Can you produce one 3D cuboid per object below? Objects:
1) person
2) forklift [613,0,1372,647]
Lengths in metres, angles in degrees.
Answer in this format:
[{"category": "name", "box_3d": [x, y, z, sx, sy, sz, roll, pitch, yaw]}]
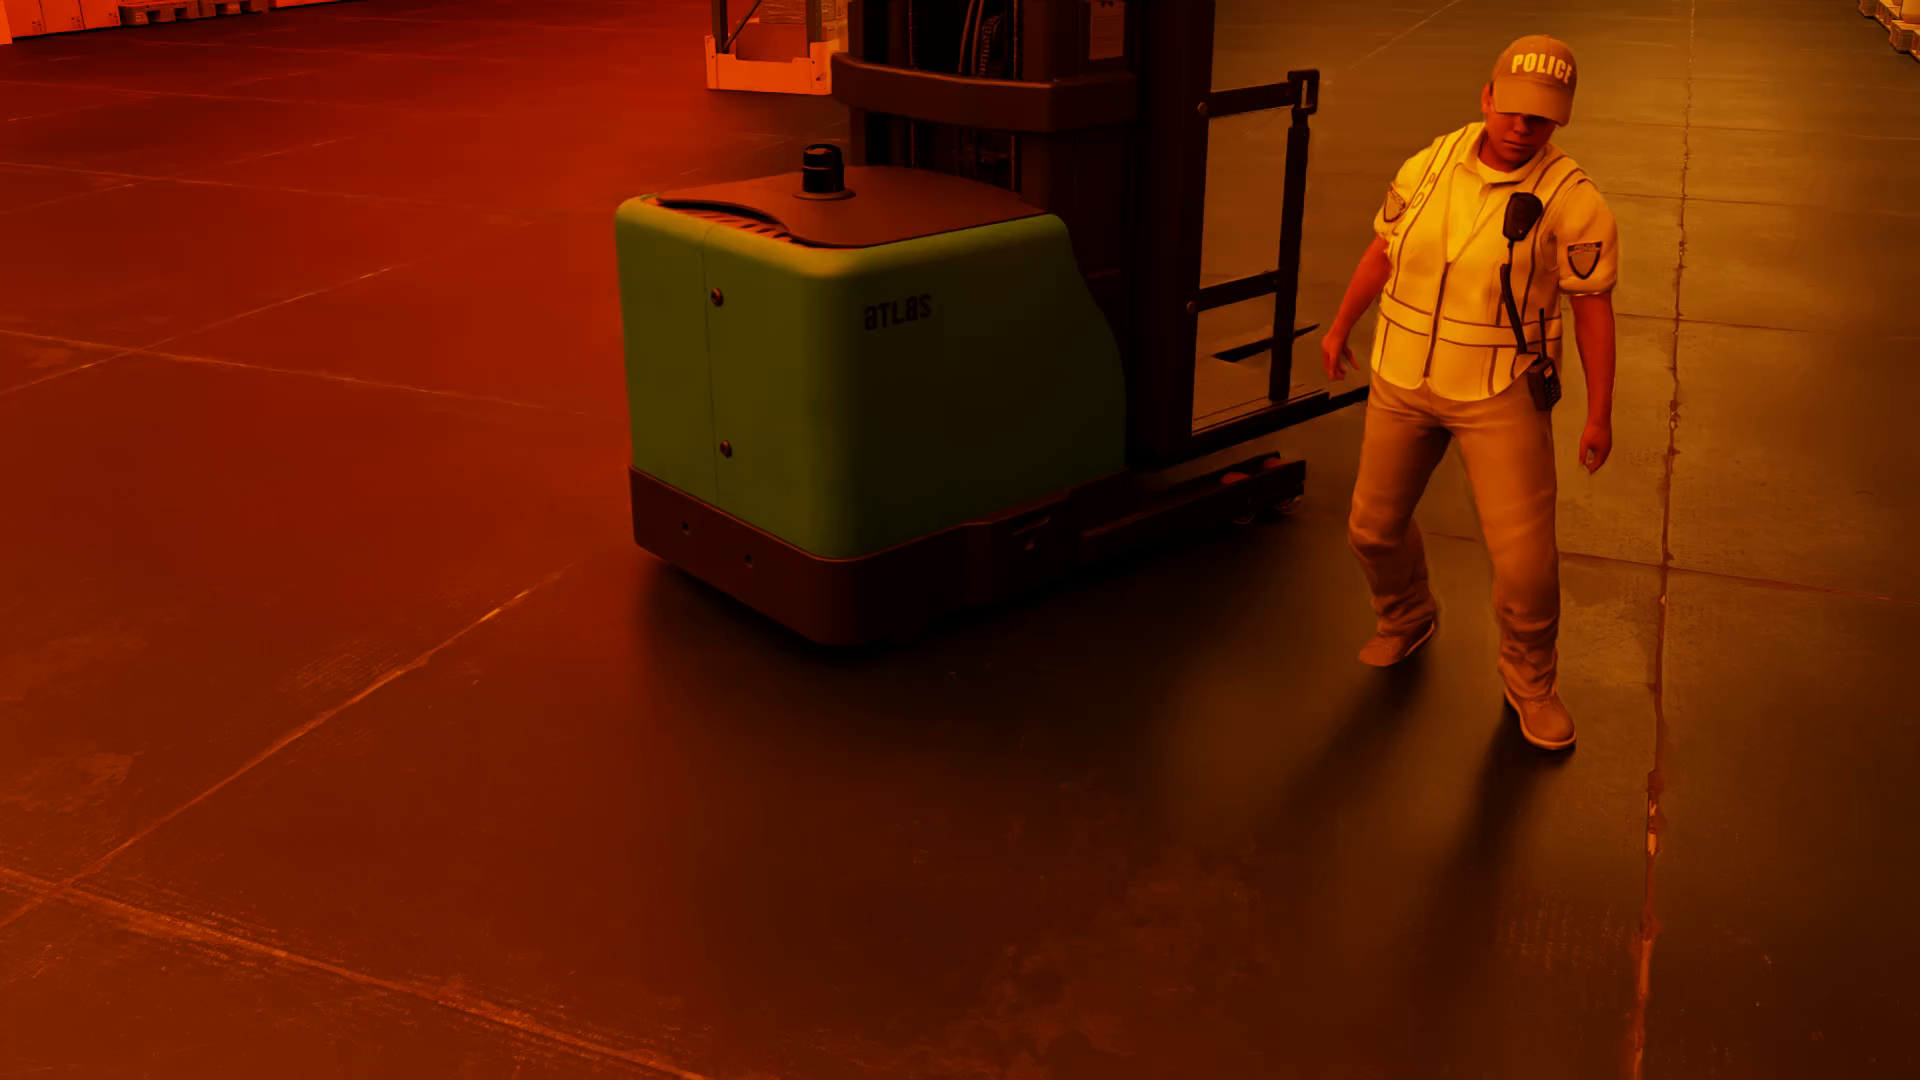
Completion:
[{"category": "person", "box_3d": [1.188, -0.348, 3.922, 0.817, 1.652, 0.498, 19, 30, 39]}, {"category": "forklift", "box_3d": [0.472, -1.534, 4.963, 3.031, 2.935, 1.130, -19, 29, -38]}]
